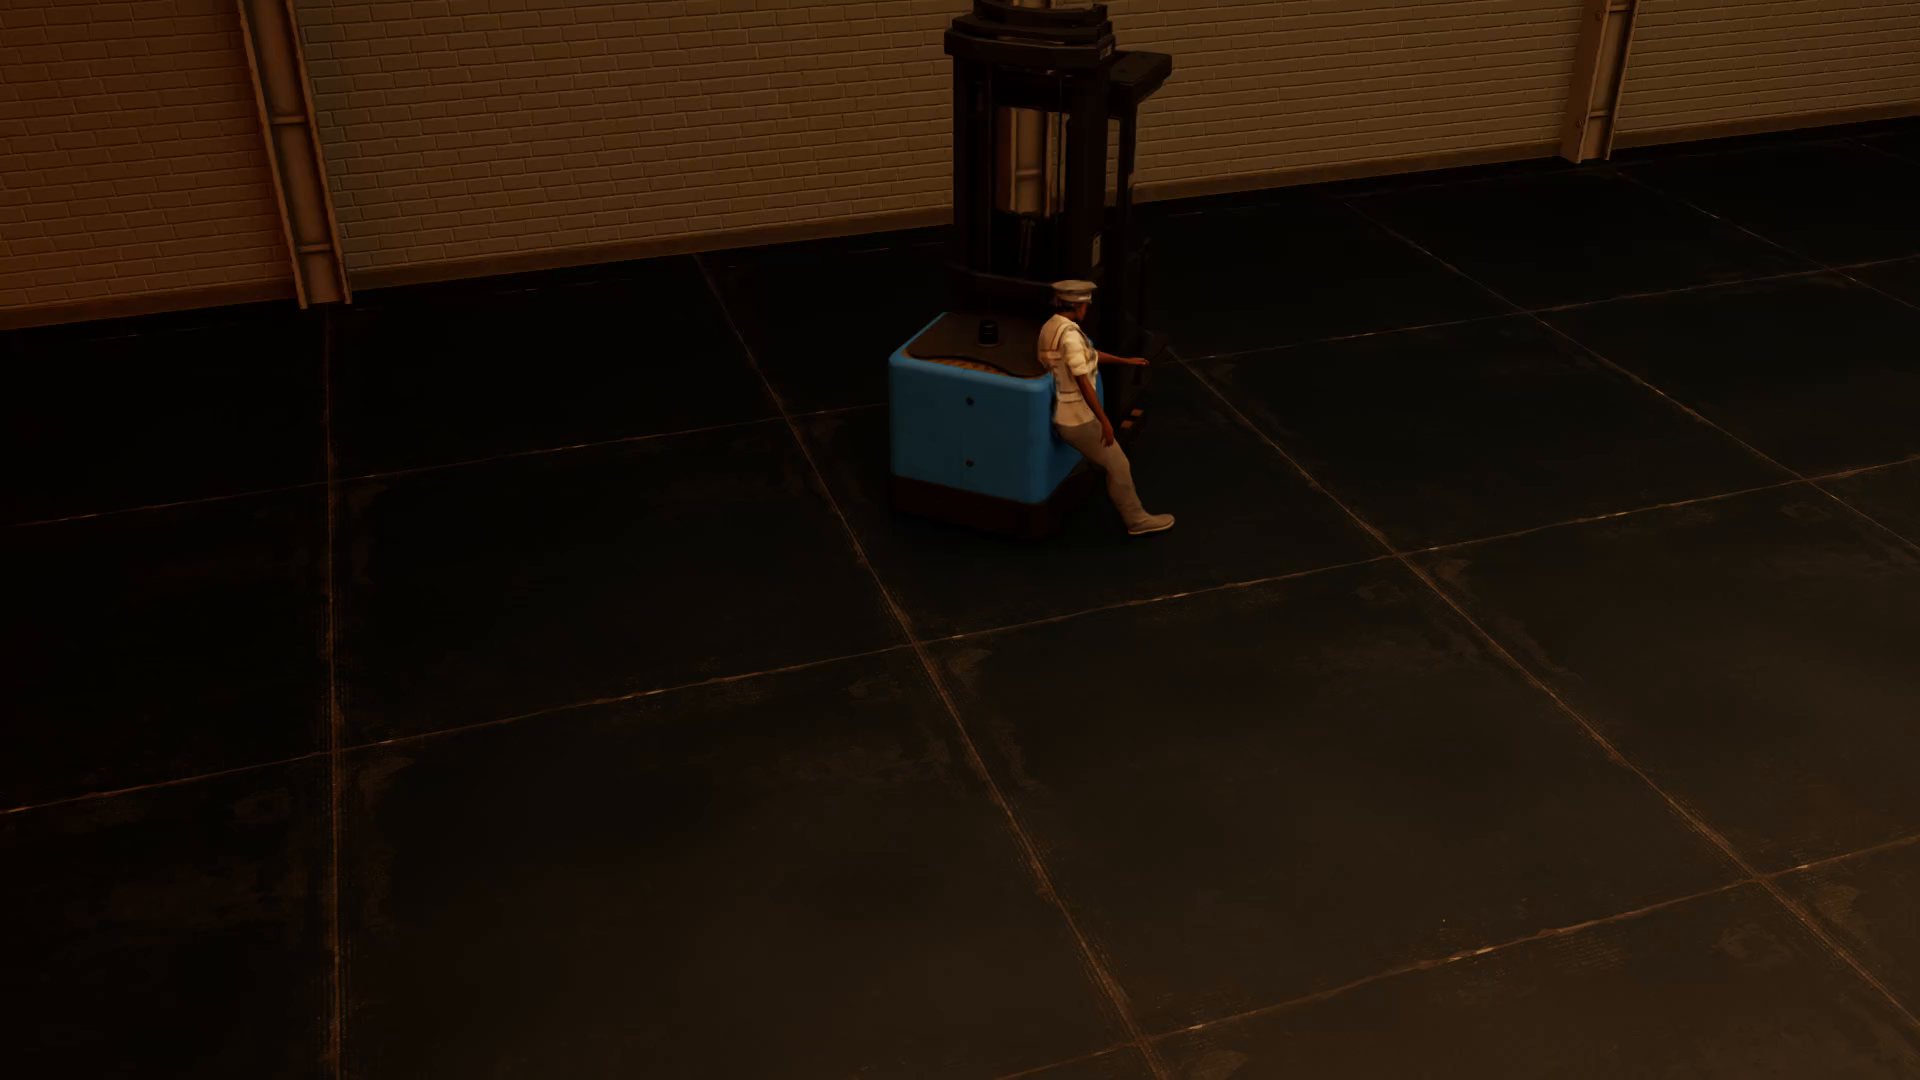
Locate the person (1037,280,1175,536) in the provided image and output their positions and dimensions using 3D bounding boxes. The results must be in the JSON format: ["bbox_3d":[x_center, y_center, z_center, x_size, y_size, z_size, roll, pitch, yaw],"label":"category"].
[{"bbox_3d":[0.775,-0.799,9.855,0.865,1.532,0.824,-13,32,-21],"label":"person"}]

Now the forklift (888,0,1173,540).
[{"bbox_3d":[0.630,-1.987,10.540,1.130,2.935,3.031,13,32,21],"label":"forklift"}]
